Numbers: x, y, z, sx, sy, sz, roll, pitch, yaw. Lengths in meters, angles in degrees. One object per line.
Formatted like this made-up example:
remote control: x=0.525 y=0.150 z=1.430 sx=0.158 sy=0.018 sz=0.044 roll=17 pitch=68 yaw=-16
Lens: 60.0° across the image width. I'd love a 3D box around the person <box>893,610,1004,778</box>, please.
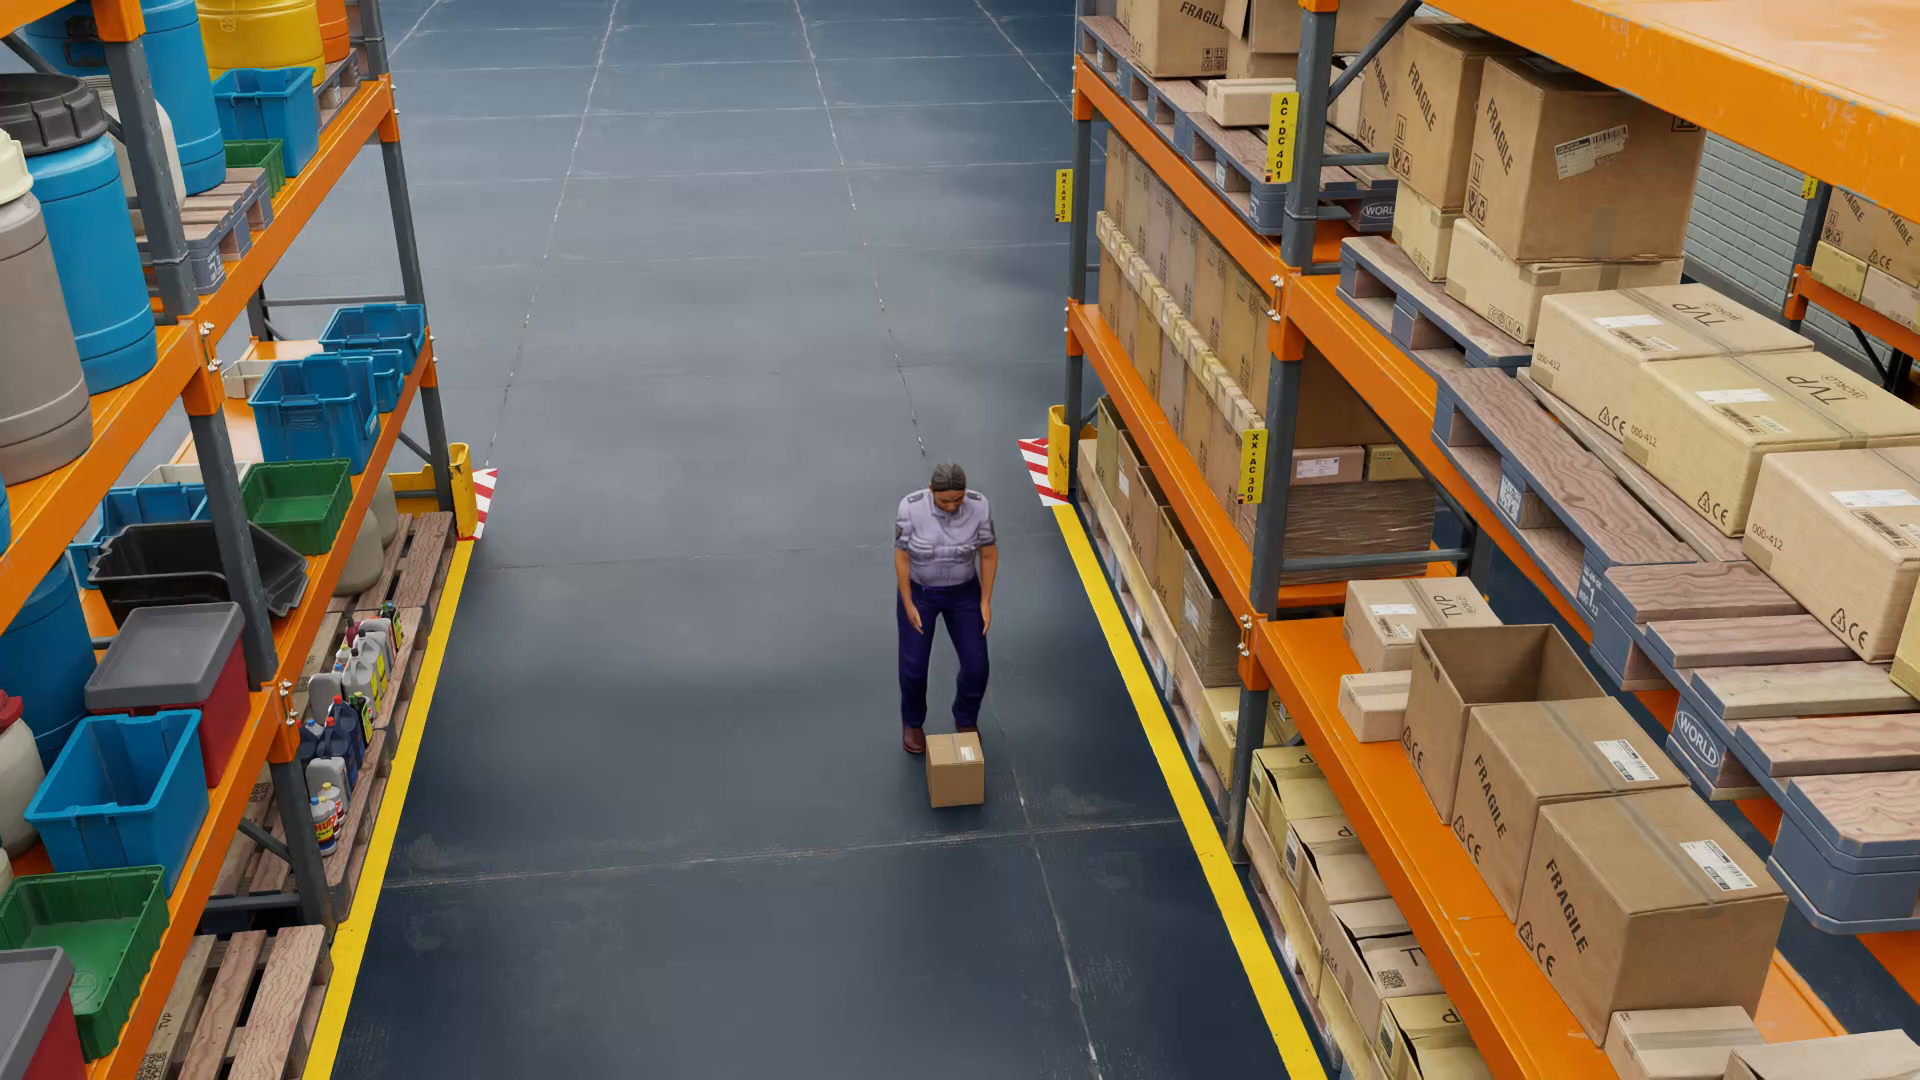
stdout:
person: x=-0.066 y=0.672 z=8.189 sx=0.522 sy=0.871 sz=0.831 roll=-4 pitch=28 yaw=-7
